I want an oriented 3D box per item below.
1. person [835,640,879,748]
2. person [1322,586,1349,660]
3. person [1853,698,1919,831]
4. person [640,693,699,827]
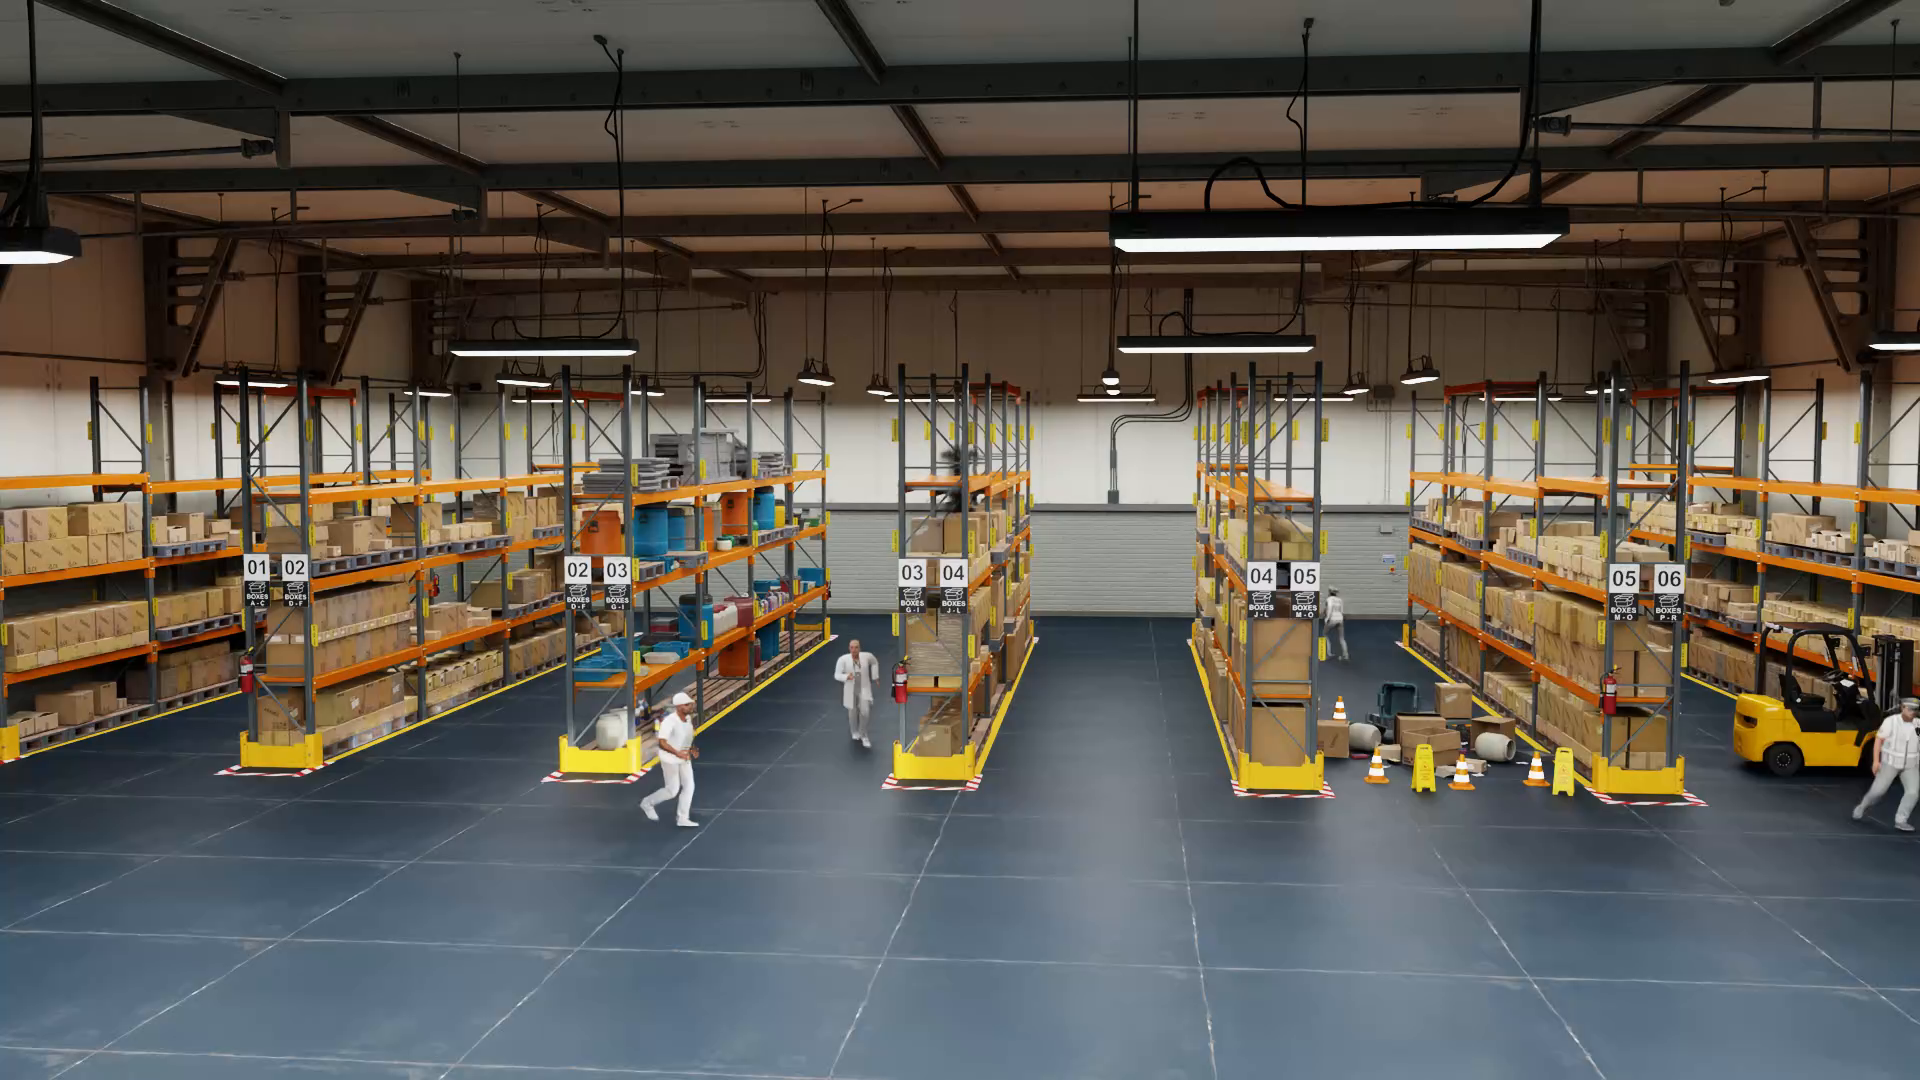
[{"bbox_3d":[-1.645,2.442,26.624,0.706,1.737,1.039,0,4,-1],"label":"person"},{"bbox_3d":[8.252,1.844,36.620,0.595,1.648,0.931,-1,4,-18],"label":"person"},{"bbox_3d":[11.847,2.795,21.100,0.789,1.693,0.684,1,4,11],"label":"person"},{"bbox_3d":[-3.699,2.790,21.165,0.821,1.719,0.698,2,4,26],"label":"person"}]
